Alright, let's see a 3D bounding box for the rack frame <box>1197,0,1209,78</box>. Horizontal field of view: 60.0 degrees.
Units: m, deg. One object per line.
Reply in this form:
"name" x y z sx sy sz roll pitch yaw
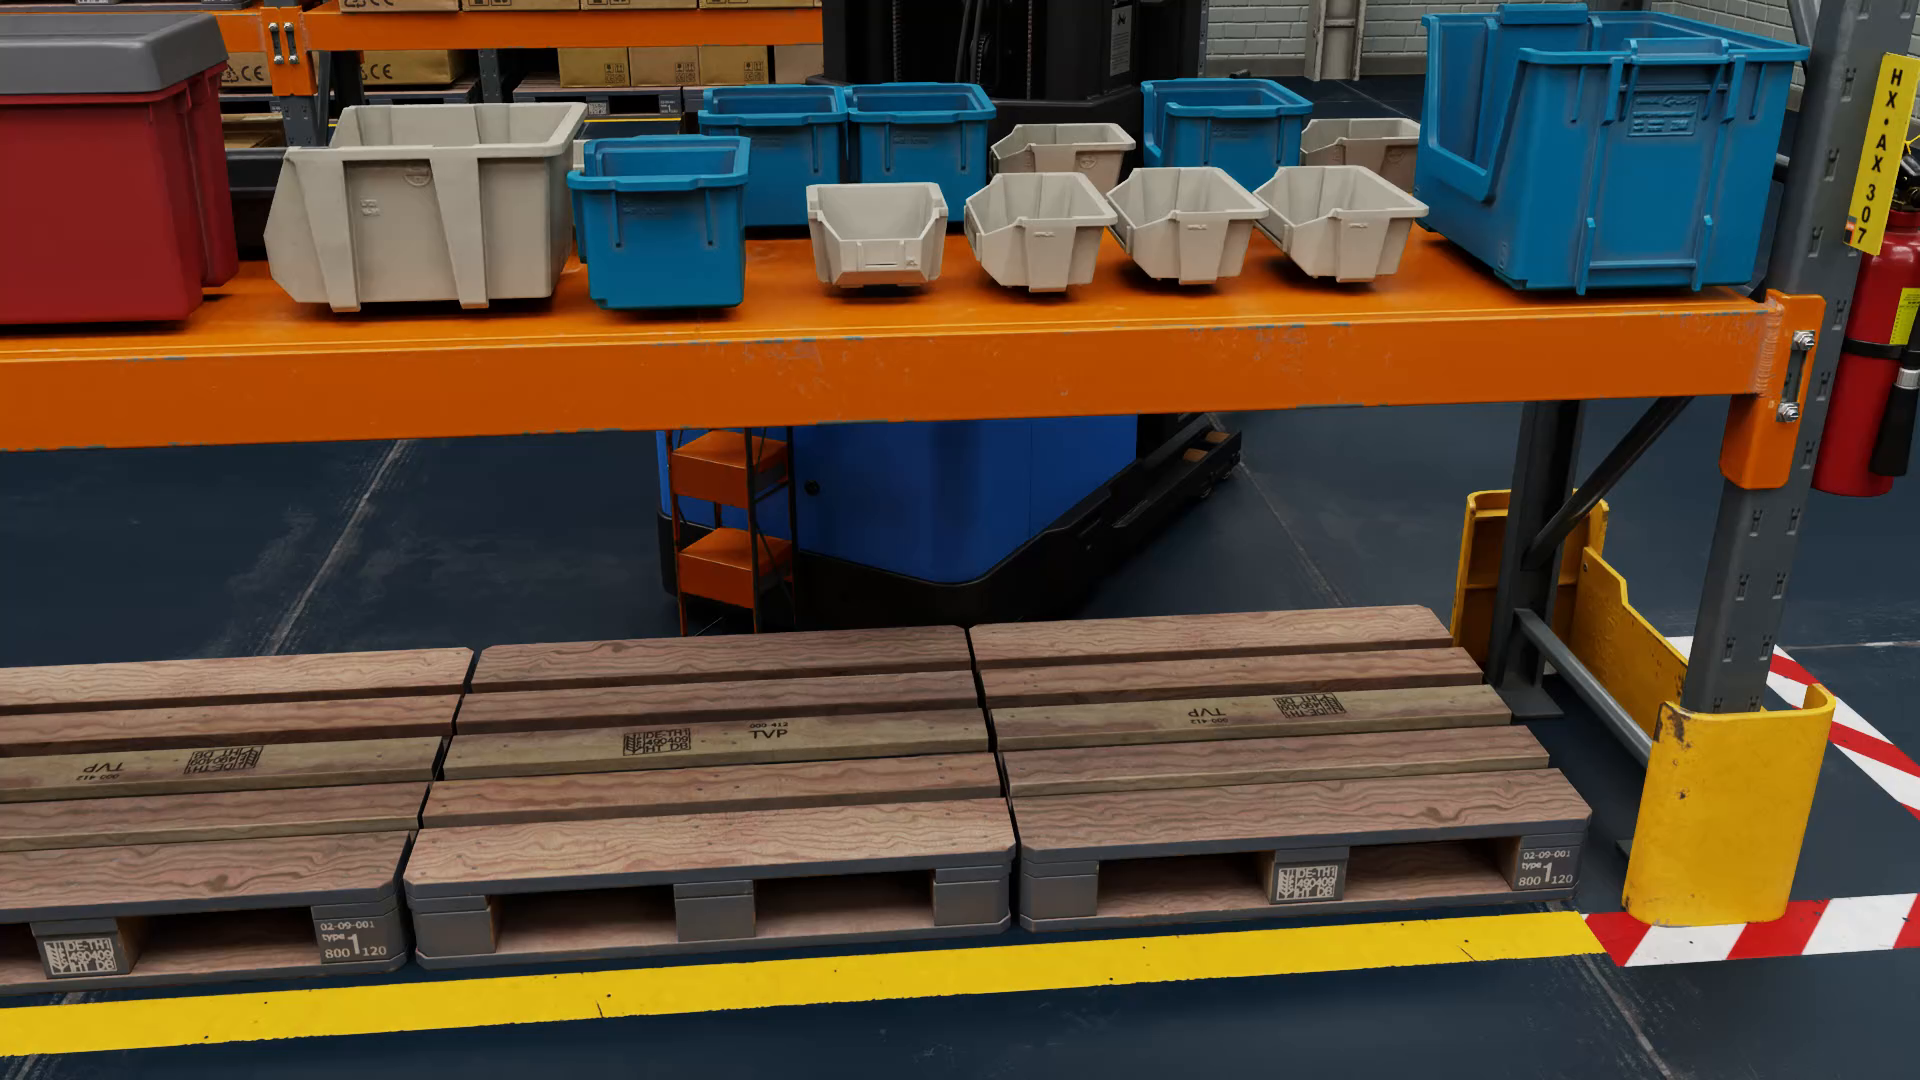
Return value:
"rack frame" 1.015 -2.804 7.866 0.127 3.000 1.000 -2 24 -5

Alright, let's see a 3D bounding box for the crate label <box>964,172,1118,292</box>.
"crate label" 0.139 -0.577 3.105 0.243 0.136 0.396 -2 24 -5

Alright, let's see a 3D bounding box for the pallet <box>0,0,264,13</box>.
"pallet" -3.772 -2.569 7.574 1.213 0.211 1.003 -2 24 -5

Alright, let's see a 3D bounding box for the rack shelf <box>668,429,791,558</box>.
"rack shelf" -0.585 -0.133 4.282 0.240 0.259 0.215 12 27 25

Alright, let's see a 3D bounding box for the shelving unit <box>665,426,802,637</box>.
"shelving unit" -0.585 -0.143 4.278 0.252 1.050 0.215 12 27 25

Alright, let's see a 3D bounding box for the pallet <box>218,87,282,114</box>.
"pallet" -5.434 -3.261 12.328 1.213 0.211 1.003 -2 24 -5

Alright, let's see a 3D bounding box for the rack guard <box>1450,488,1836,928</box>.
"rack guard" 1.520 0.334 3.883 0.348 0.500 1.175 -2 24 -5

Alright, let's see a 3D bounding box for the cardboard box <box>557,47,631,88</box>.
"cardboard box" -2.702 -3.685 12.408 0.500 0.500 0.700 -2 24 -4

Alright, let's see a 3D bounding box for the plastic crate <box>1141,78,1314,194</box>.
"plastic crate" 0.565 -0.850 3.602 0.300 0.233 0.416 -2 24 -5

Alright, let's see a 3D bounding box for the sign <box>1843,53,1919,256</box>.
"sign" 1.568 -0.655 2.830 0.005 0.325 0.100 -2 24 -5

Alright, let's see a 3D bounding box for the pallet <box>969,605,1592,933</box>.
"pallet" 0.673 0.489 3.889 1.213 0.211 1.003 -2 24 -5

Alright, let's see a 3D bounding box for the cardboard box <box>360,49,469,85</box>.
"cardboard box" -4.091 -3.778 12.186 0.750 0.750 0.750 -2 24 -5

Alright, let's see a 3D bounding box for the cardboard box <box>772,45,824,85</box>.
"cardboard box" -1.161 -3.747 12.549 0.500 0.500 0.700 -3 24 -7

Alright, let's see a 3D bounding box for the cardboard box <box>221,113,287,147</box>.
"cardboard box" -3.471 -1.783 8.104 0.500 0.500 0.500 -3 24 -8

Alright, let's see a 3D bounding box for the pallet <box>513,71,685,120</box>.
"pallet" -2.692 -3.371 12.575 1.213 0.211 1.003 -2 24 -5

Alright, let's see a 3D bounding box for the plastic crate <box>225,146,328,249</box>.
"plastic crate" -1.395 -0.697 3.391 0.590 0.125 0.437 -2 24 -5

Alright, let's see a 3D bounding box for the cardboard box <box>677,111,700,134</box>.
"cardboard box" -1.097 -1.782 8.098 0.637 0.503 0.797 -2 24 -5

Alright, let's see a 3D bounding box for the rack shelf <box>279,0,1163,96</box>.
"rack shelf" -0.976 -2.396 7.833 4.000 0.370 1.077 -2 24 -5

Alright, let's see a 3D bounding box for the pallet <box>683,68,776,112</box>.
"pallet" -1.475 -3.421 12.688 1.213 0.211 1.003 -2 24 -5

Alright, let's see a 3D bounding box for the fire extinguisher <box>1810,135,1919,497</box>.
"fire extinguisher" 1.693 -0.419 3.053 0.183 0.674 0.296 -2 24 -5

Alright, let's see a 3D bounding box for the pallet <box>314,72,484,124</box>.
"pallet" -4.217 -3.311 12.440 1.213 0.211 1.003 -2 24 -5

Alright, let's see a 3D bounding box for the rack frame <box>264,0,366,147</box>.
"rack frame" -2.966 -2.645 7.507 0.127 3.000 1.000 -2 24 -5

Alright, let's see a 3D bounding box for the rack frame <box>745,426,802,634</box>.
"rack frame" -0.477 -0.120 4.227 0.008 1.050 0.200 12 27 25

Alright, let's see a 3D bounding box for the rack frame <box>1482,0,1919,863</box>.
"rack frame" 1.498 -0.802 3.362 0.127 3.000 1.000 -2 24 -5

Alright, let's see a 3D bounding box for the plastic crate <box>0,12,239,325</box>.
"plastic crate" -1.570 -0.633 2.829 0.583 0.464 0.402 -2 24 -5

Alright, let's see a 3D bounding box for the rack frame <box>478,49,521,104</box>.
"rack frame" -3.457 -4.647 12.012 0.127 3.000 1.000 -2 24 -5

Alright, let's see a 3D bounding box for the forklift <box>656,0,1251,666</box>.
"forklift" 0.314 -1.561 5.154 1.130 2.935 3.031 13 27 27

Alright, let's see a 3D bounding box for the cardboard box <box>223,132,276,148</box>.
"cardboard box" -3.429 -1.568 7.621 0.500 0.500 0.500 -2 24 -5

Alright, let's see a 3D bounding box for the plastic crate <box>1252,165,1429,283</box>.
"plastic crate" 0.704 -0.603 3.165 0.243 0.136 0.396 -2 24 -5

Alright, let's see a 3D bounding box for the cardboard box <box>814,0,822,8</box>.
"cardboard box" -0.417 -2.682 7.469 0.500 0.500 0.500 -2 24 -5

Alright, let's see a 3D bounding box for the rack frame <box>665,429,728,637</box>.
"rack frame" -0.693 -0.165 4.330 0.008 1.050 0.200 12 27 25

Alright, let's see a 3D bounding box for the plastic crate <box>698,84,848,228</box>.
"plastic crate" -0.389 -0.812 3.515 0.300 0.233 0.416 -2 24 -5

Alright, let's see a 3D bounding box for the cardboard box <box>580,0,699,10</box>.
"cardboard box" -1.425 -2.641 7.377 0.500 0.500 0.500 -2 24 -5

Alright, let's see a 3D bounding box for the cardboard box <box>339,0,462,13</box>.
"cardboard box" -2.432 -2.601 7.285 0.500 0.500 0.500 -2 24 -4

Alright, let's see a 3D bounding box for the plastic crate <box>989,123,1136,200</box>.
"plastic crate" 0.217 -0.826 3.666 0.298 0.136 0.250 -2 24 -5

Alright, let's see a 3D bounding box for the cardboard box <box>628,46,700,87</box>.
"cardboard box" -2.202 -3.704 12.450 0.500 0.500 0.700 -3 24 -6

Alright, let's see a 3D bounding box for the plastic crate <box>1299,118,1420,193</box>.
"plastic crate" 0.892 -0.853 3.727 0.298 0.136 0.250 -2 24 -5

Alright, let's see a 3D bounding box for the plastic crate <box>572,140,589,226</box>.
"plastic crate" -0.779 -0.740 3.473 0.466 0.136 0.293 -2 24 -5

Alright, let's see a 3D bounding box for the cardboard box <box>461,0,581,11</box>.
"cardboard box" -1.923 -2.622 7.334 0.500 0.500 0.500 -2 24 -4

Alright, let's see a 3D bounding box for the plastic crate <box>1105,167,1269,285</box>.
"plastic crate" 0.414 -0.598 3.152 0.243 0.136 0.396 -2 24 -5

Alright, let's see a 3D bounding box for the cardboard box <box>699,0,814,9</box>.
"cardboard box" -0.919 -2.662 7.424 0.500 0.500 0.500 -3 24 -6

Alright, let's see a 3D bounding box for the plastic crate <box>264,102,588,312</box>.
"plastic crate" -0.945 -0.602 2.984 0.530 0.282 0.437 -2 24 -5

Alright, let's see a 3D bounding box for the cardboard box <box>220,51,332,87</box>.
"cardboard box" -4.975 -3.741 12.104 0.750 0.750 0.750 -2 24 -4

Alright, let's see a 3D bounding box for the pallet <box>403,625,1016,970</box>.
"pallet" -0.538 0.537 3.783 1.213 0.211 1.003 -2 24 -5

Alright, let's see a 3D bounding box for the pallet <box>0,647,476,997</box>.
"pallet" -1.755 0.587 3.670 1.213 0.211 1.003 -2 24 -5

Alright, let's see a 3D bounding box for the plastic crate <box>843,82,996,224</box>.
"plastic crate" -0.091 -0.824 3.542 0.300 0.233 0.416 -2 24 -5

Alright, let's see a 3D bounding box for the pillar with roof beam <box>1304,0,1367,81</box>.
"pillar with roof beam" 3.549 -6.265 8.267 0.400 9.000 9.100 -2 24 -5

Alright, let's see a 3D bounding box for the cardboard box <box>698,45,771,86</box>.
"cardboard box" -1.691 -3.723 12.494 0.500 0.500 0.700 -2 24 -4

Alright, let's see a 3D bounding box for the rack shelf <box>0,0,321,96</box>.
"rack shelf" -4.956 -2.236 7.474 4.000 0.370 1.077 -2 24 -5

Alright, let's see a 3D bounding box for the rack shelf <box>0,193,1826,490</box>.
"rack shelf" -0.493 -0.394 3.328 4.000 0.370 1.077 -2 24 -5

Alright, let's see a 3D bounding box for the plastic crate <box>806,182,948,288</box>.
"plastic crate" -0.153 -0.557 3.062 0.250 0.136 0.298 -2 24 -5

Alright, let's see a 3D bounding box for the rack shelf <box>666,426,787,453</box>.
"rack shelf" -0.585 -0.392 4.167 0.240 0.259 0.215 12 27 25

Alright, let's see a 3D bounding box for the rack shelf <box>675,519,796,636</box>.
"rack shelf" -0.585 0.121 4.395 0.240 0.259 0.215 12 27 25

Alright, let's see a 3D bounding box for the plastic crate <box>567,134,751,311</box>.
"plastic crate" -0.521 -0.567 2.966 0.300 0.233 0.416 -2 24 -5

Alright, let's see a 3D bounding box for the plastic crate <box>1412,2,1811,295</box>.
"plastic crate" 1.183 -0.757 3.142 0.499 0.435 0.616 -2 24 -5
